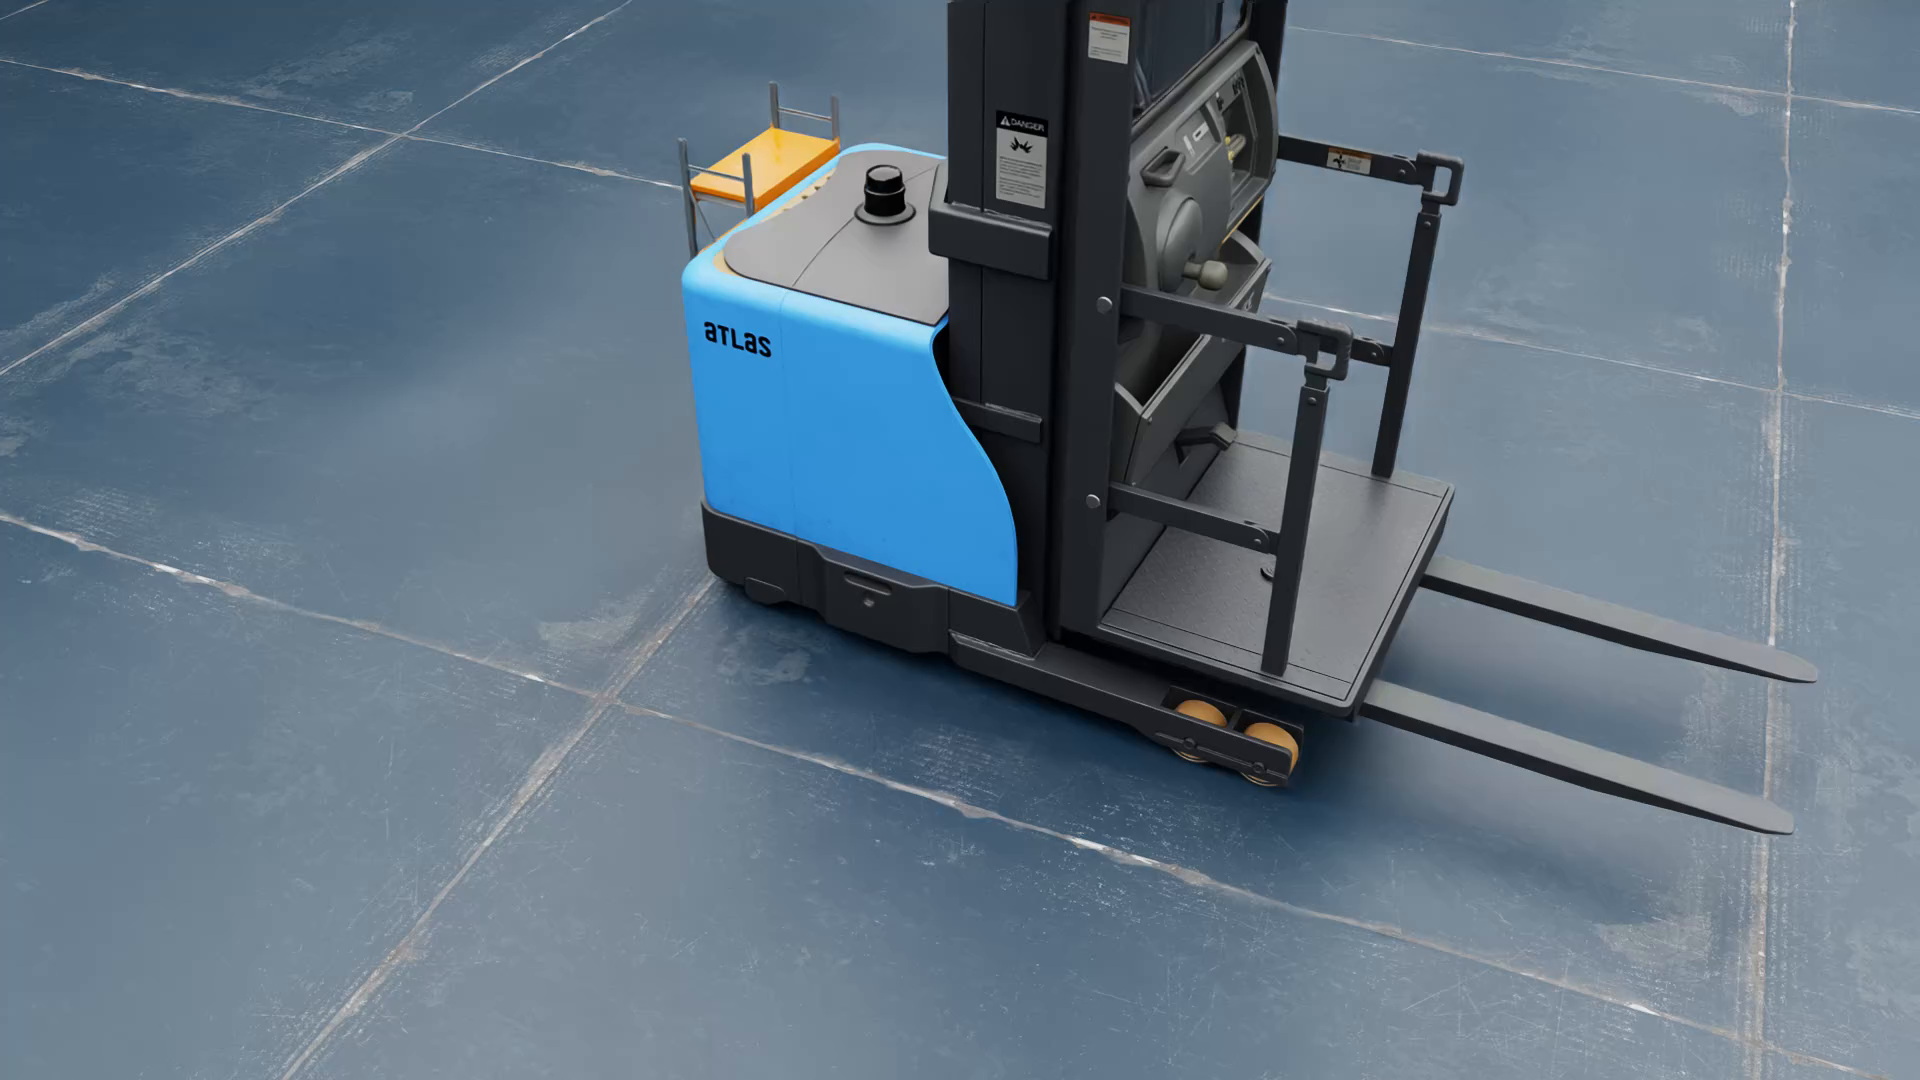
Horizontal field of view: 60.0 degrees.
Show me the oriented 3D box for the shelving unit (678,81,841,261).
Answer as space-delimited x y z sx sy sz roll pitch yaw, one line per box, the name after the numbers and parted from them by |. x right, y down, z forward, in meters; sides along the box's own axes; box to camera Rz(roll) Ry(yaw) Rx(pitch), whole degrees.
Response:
-0.592 -0.773 5.282 0.258 1.200 0.503 17 40 22 | shelving unit

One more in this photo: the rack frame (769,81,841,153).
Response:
-0.480 -0.903 5.456 0.240 1.200 0.015 17 40 22 | rack frame

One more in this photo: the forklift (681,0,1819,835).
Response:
0.784 -0.891 3.994 3.031 2.935 1.130 17 40 22 | forklift

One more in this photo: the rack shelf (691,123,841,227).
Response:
-0.592 -1.088 5.047 0.258 0.148 0.480 17 40 22 | rack shelf

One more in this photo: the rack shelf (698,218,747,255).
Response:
-0.592 -0.898 5.188 0.258 0.148 0.480 17 40 22 | rack shelf

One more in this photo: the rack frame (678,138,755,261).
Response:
-0.704 -0.643 5.108 0.240 1.200 0.015 17 40 22 | rack frame
